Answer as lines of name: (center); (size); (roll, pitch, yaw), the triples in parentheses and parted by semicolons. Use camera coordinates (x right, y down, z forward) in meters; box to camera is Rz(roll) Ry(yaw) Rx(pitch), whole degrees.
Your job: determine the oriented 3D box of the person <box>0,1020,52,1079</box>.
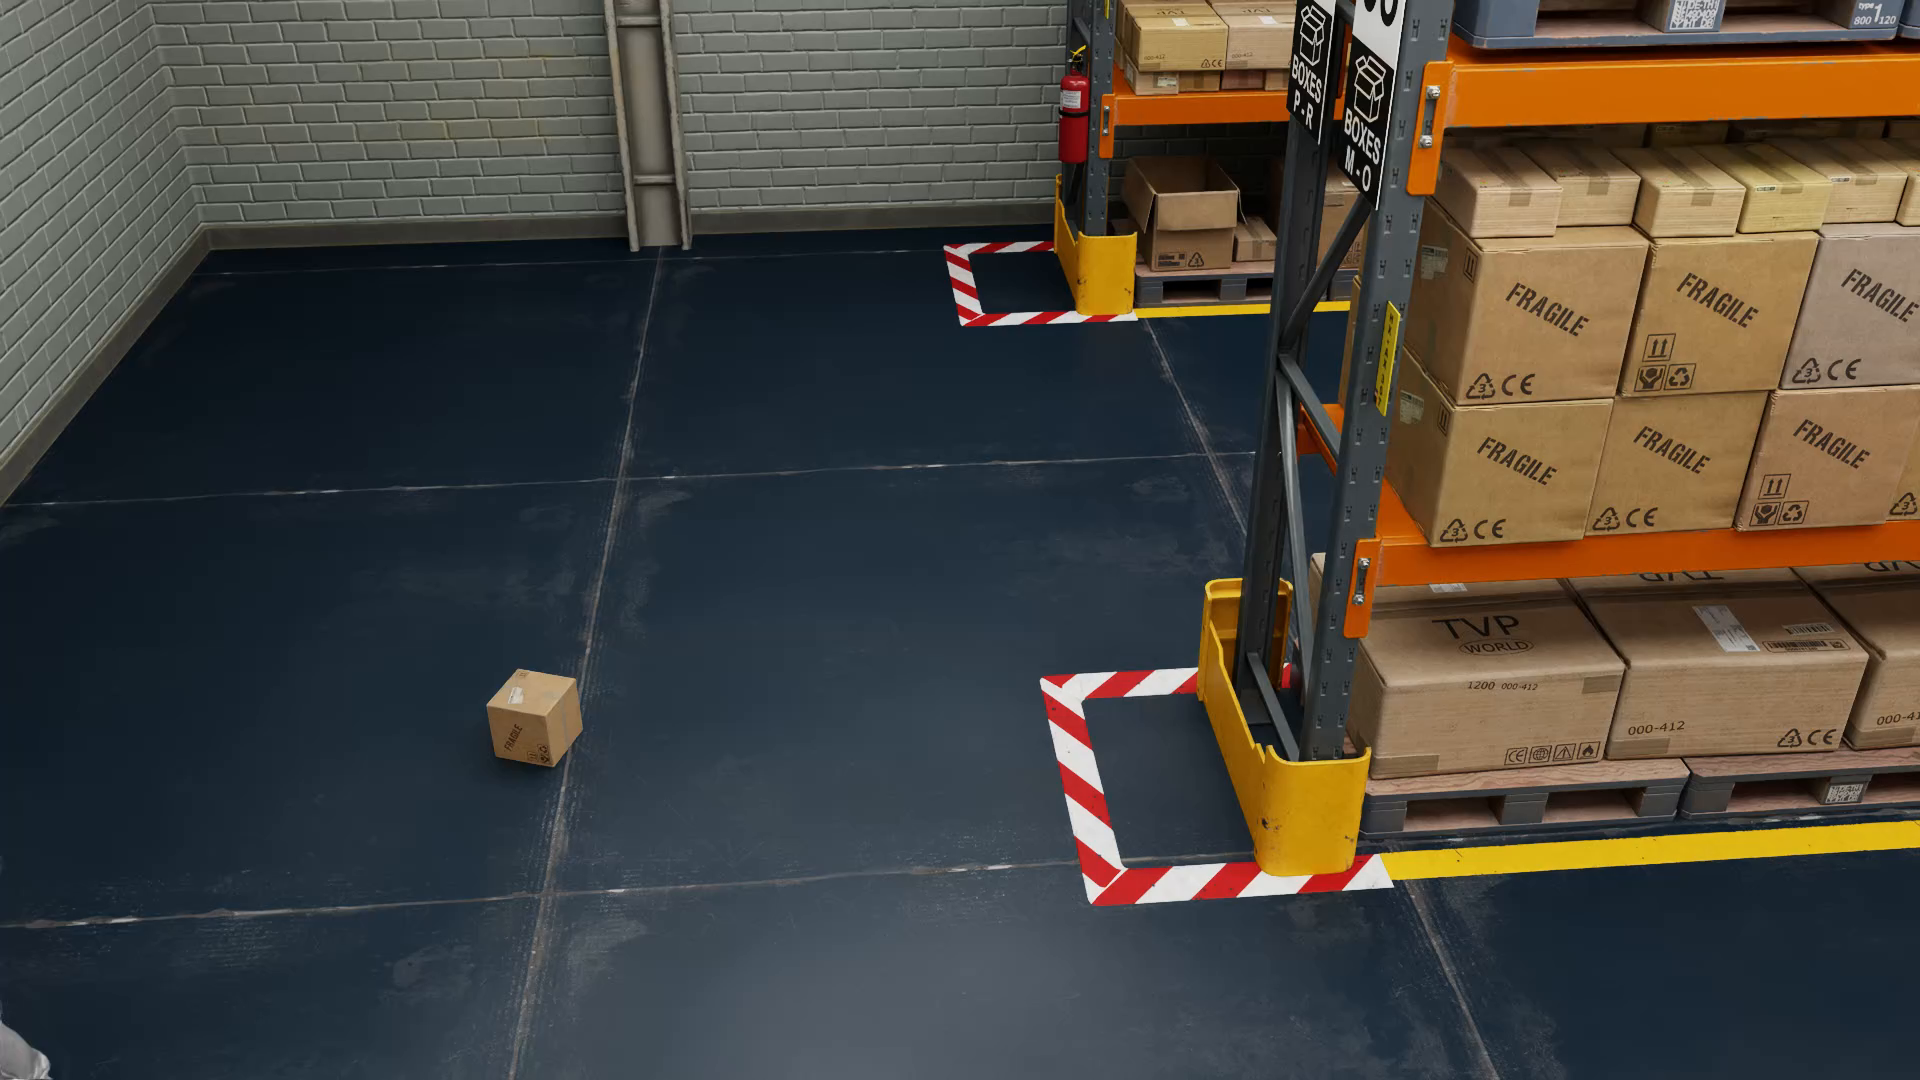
person: (-3.093, 1.036, 4.351); (0.908, 1.720, 0.571); (-25, 39, -36)
